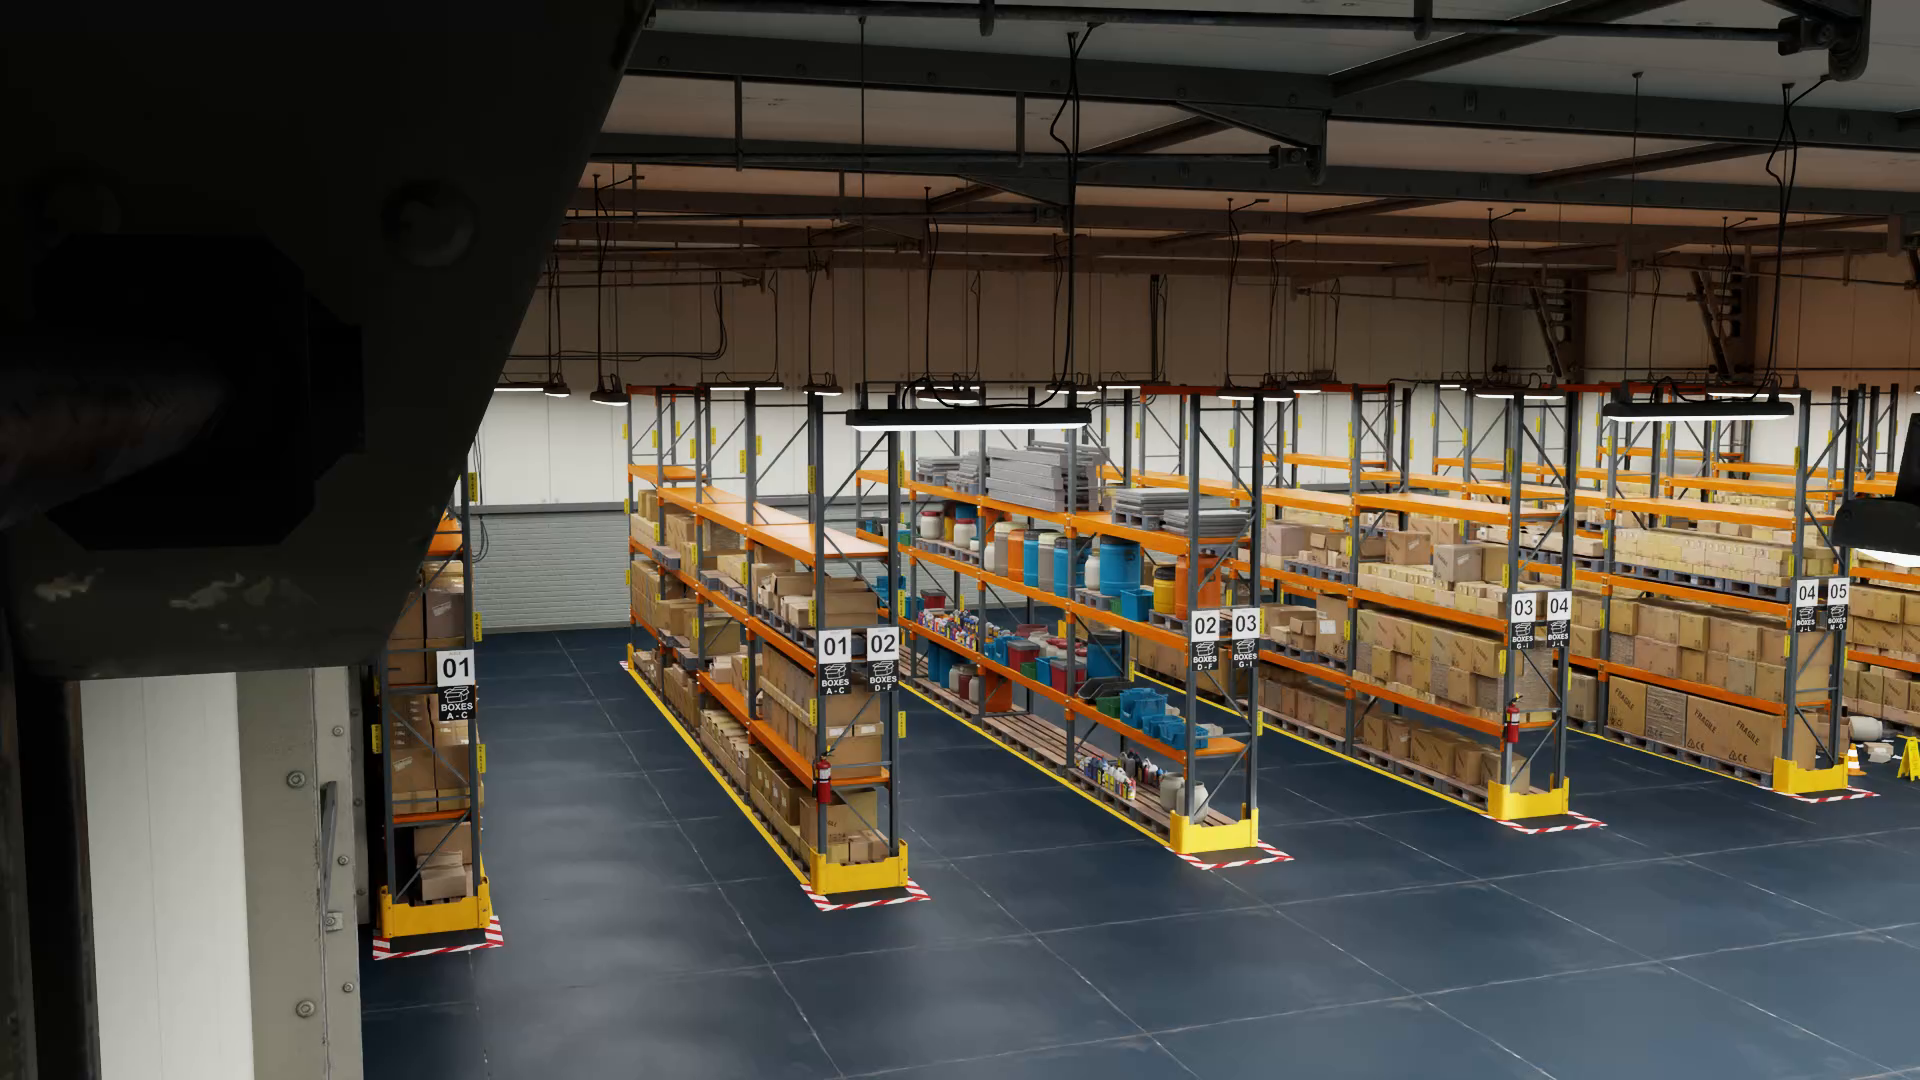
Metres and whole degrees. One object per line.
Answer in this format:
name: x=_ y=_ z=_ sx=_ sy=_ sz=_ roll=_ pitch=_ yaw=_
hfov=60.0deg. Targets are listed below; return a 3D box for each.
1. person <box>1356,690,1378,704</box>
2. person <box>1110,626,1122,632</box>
person: x=7.433 y=2.294 z=30.466 sx=0.422 sy=1.786 sz=0.616 roll=-5 pitch=8 yaw=-40
person: x=3.160 y=1.894 z=32.856 sx=0.576 sy=1.786 sz=0.449 roll=5 pitch=8 yaw=40
